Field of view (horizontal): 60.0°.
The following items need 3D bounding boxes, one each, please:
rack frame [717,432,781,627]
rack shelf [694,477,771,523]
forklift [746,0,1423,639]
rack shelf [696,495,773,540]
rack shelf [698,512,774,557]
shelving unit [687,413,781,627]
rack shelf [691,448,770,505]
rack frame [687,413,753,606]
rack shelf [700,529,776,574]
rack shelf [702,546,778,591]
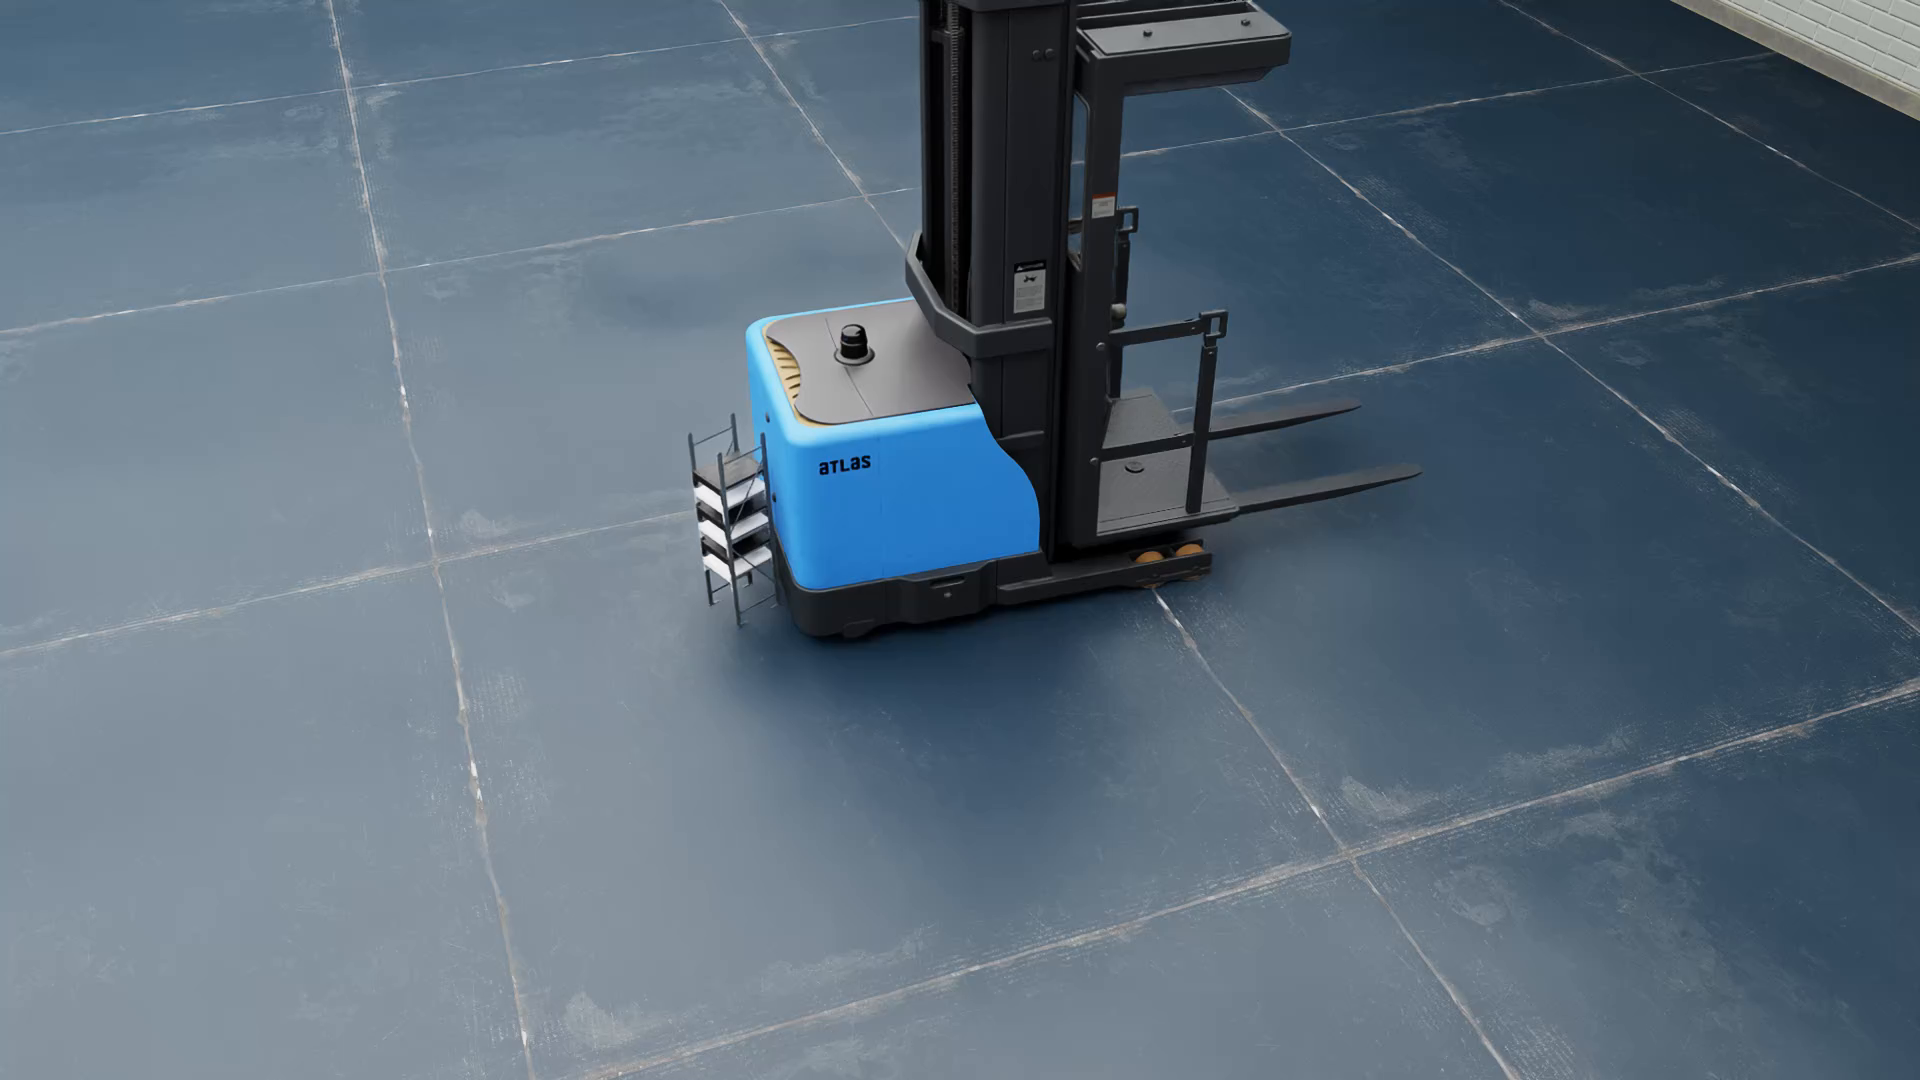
[{"bbox_3d":[-0.888,-0.033,7.042,0.240,0.900,0.006,-30,45,-33],"label":"rack frame"},{"bbox_3d":[-0.959,-0.195,7.015,0.258,0.077,0.200,-30,45,-33],"label":"rack shelf"},{"bbox_3d":[0.630,-1.248,6.971,3.031,2.935,1.130,-10,38,-13],"label":"forklift"},{"bbox_3d":[-0.958,-0.122,7.068,0.258,0.077,0.200,-30,45,-33],"label":"rack shelf"},{"bbox_3d":[-0.957,-0.050,7.121,0.258,0.077,0.200,-30,45,-33],"label":"rack shelf"},{"bbox_3d":[-0.958,-0.077,7.102,0.258,0.900,0.210,-30,45,-33],"label":"shelving unit"},{"bbox_3d":[-0.960,-0.267,6.961,0.258,0.077,0.200,-30,45,-33],"label":"rack shelf"},{"bbox_3d":[-1.027,-0.120,7.162,0.240,0.900,0.006,-30,45,-33],"label":"rack frame"},{"bbox_3d":[-0.956,0.022,7.175,0.258,0.077,0.200,-30,45,-33],"label":"rack shelf"},{"bbox_3d":[-0.956,0.095,7.228,0.258,0.077,0.200,-30,45,-33],"label":"rack shelf"}]
